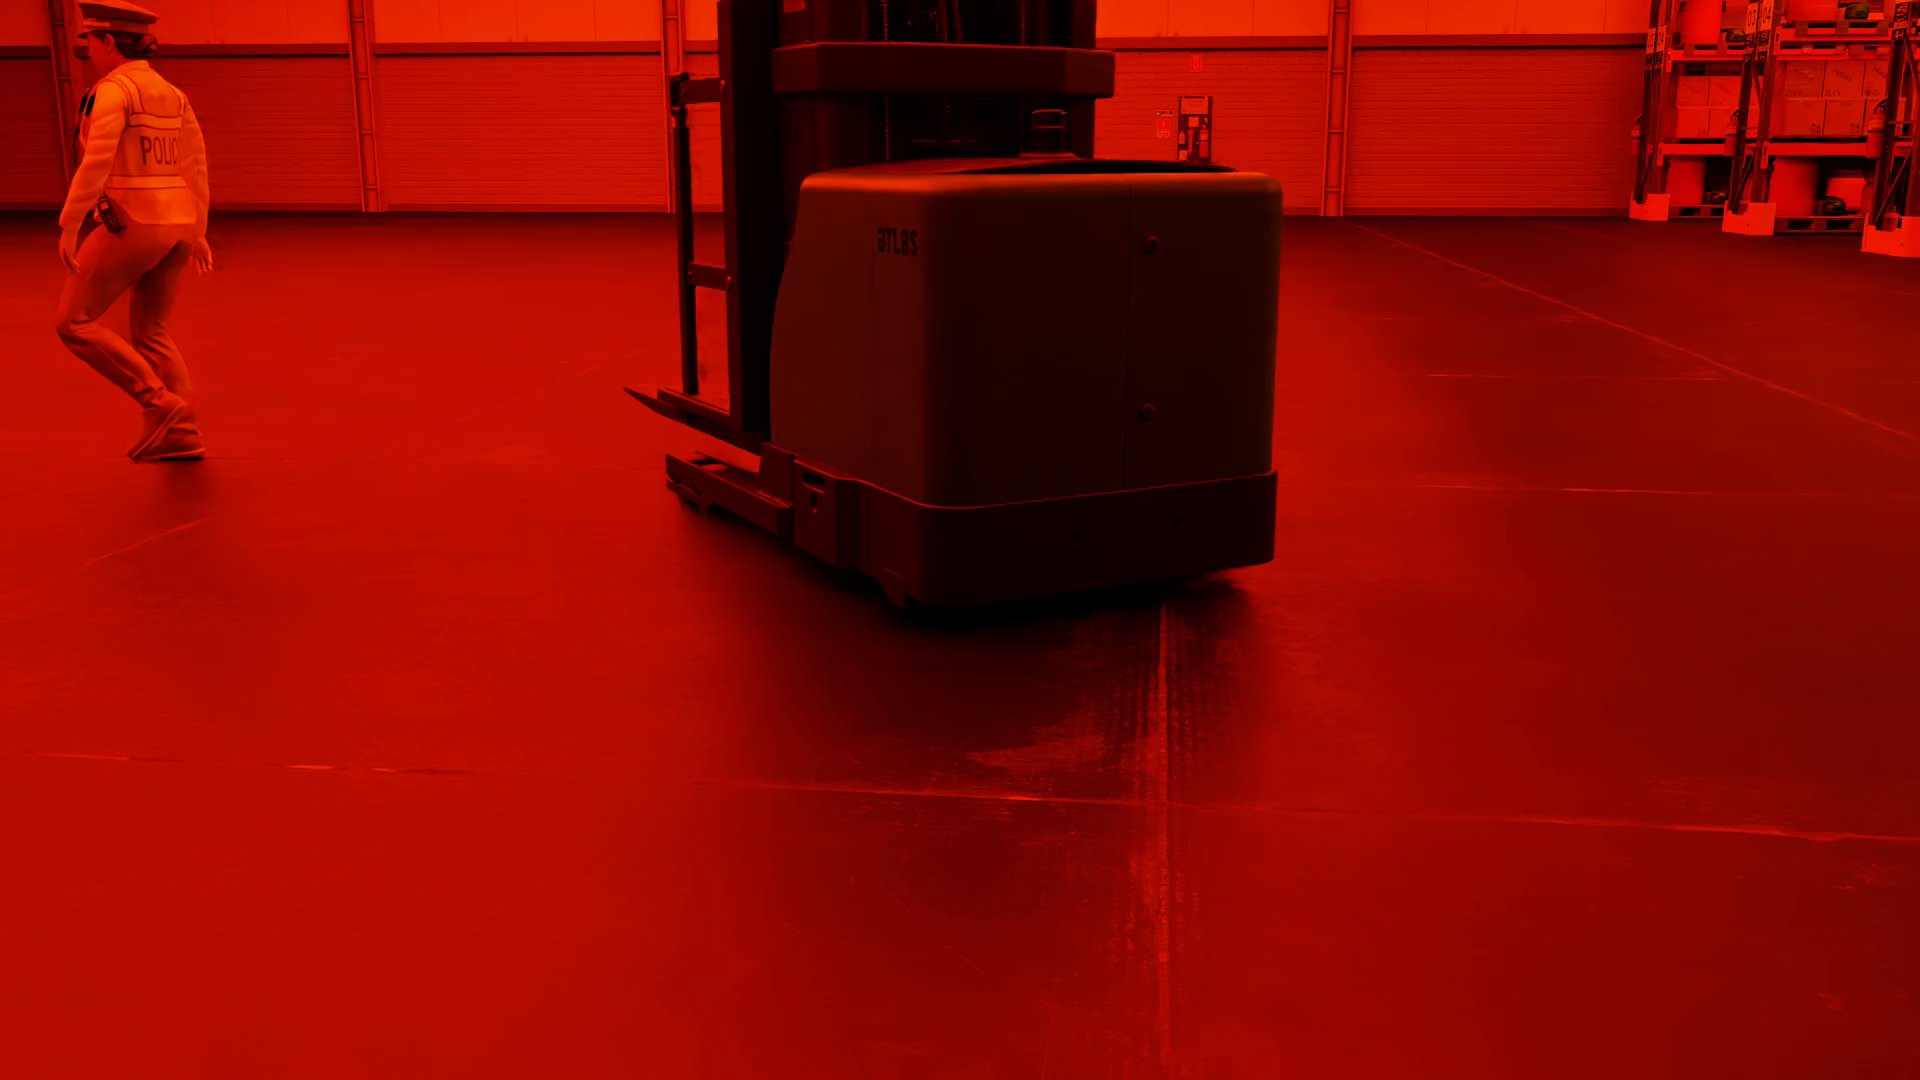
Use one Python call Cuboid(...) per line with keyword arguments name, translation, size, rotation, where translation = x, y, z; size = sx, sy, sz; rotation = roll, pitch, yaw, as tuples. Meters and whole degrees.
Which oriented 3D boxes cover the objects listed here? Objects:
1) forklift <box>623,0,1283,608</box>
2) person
Cuboid(name="forklift", translation=(-0.310, -1.549, 5.135), size=(1.130, 2.935, 3.031), rotation=(-7, 15, -28))
Cuboid(name="person", translation=(-3.003, -1.097, 6.022), size=(0.434, 1.651, 0.637), rotation=(1, 13, 4))
